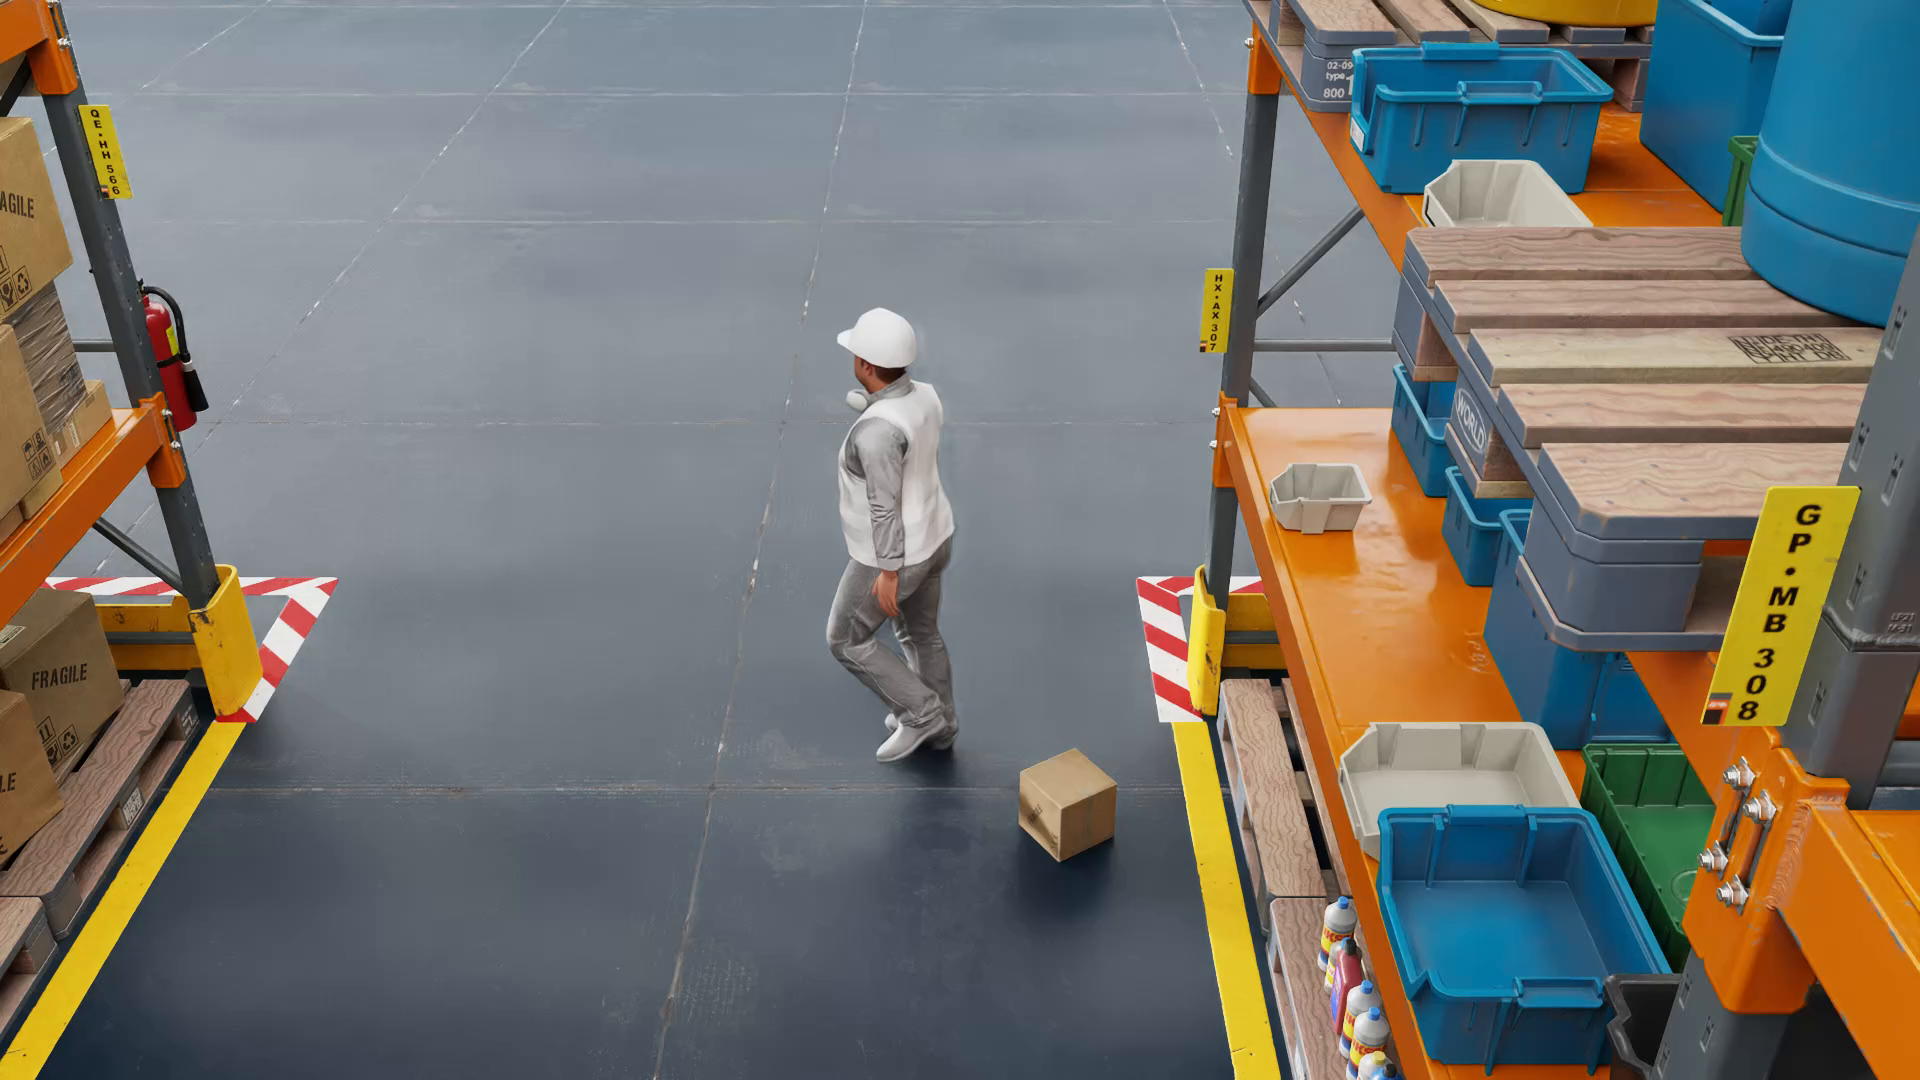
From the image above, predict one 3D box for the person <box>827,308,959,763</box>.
[{"bbox_3d":[-0.219,0.003,6.074,0.483,1.759,0.568,13,34,21],"label":"person"}]
